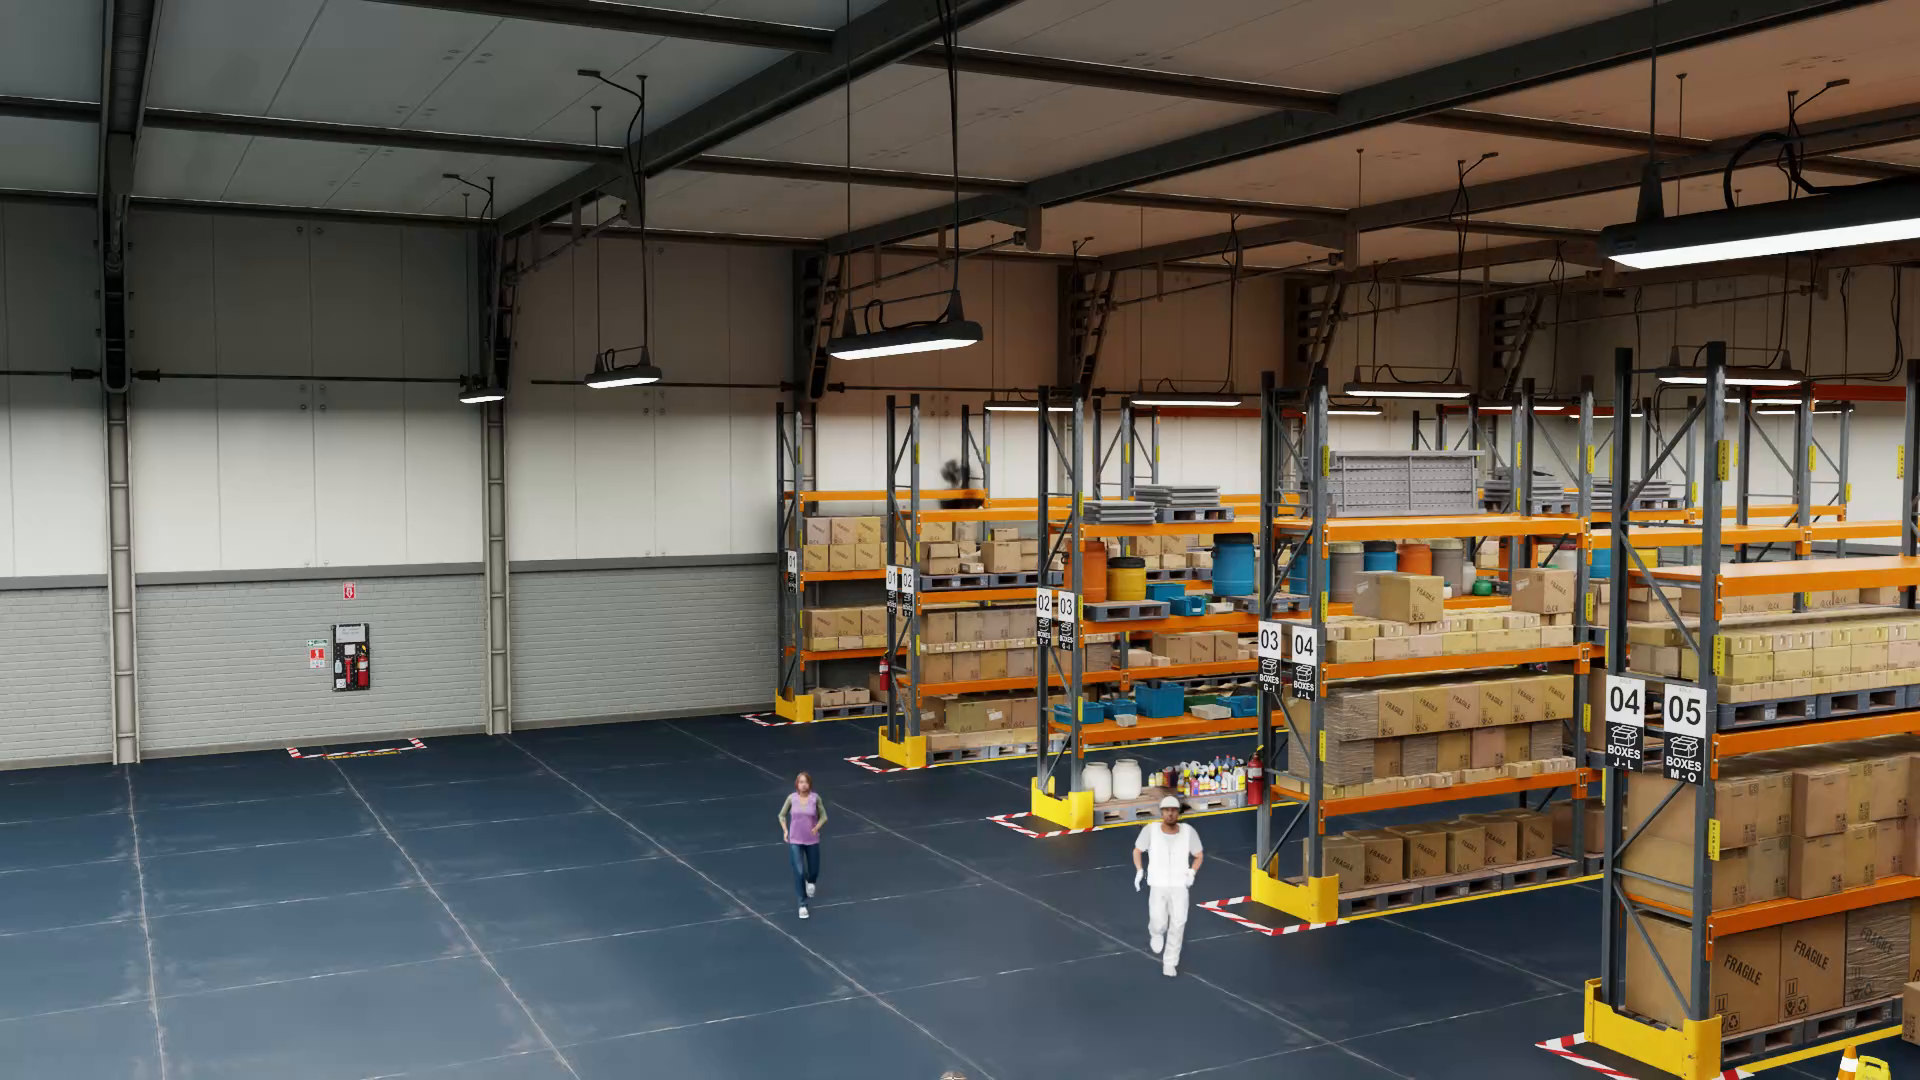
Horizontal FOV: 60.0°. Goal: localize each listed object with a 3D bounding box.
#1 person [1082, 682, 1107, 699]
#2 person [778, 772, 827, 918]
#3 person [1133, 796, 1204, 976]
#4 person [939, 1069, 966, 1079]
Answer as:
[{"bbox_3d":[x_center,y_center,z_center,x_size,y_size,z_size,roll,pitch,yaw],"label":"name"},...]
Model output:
[{"bbox_3d":[2.554,2.544,31.228,0.752,1.780,0.624,-2,4,-37],"label":"person"},{"bbox_3d":[-1.739,3.341,18.406,0.544,1.556,0.705,0,3,-6],"label":"person"},{"bbox_3d":[2.052,3.376,16.324,0.693,1.736,0.605,0,3,3],"label":"person"},{"bbox_3d":[-0.048,3.799,9.323,0.591,1.677,0.878,0,3,3],"label":"person"}]
